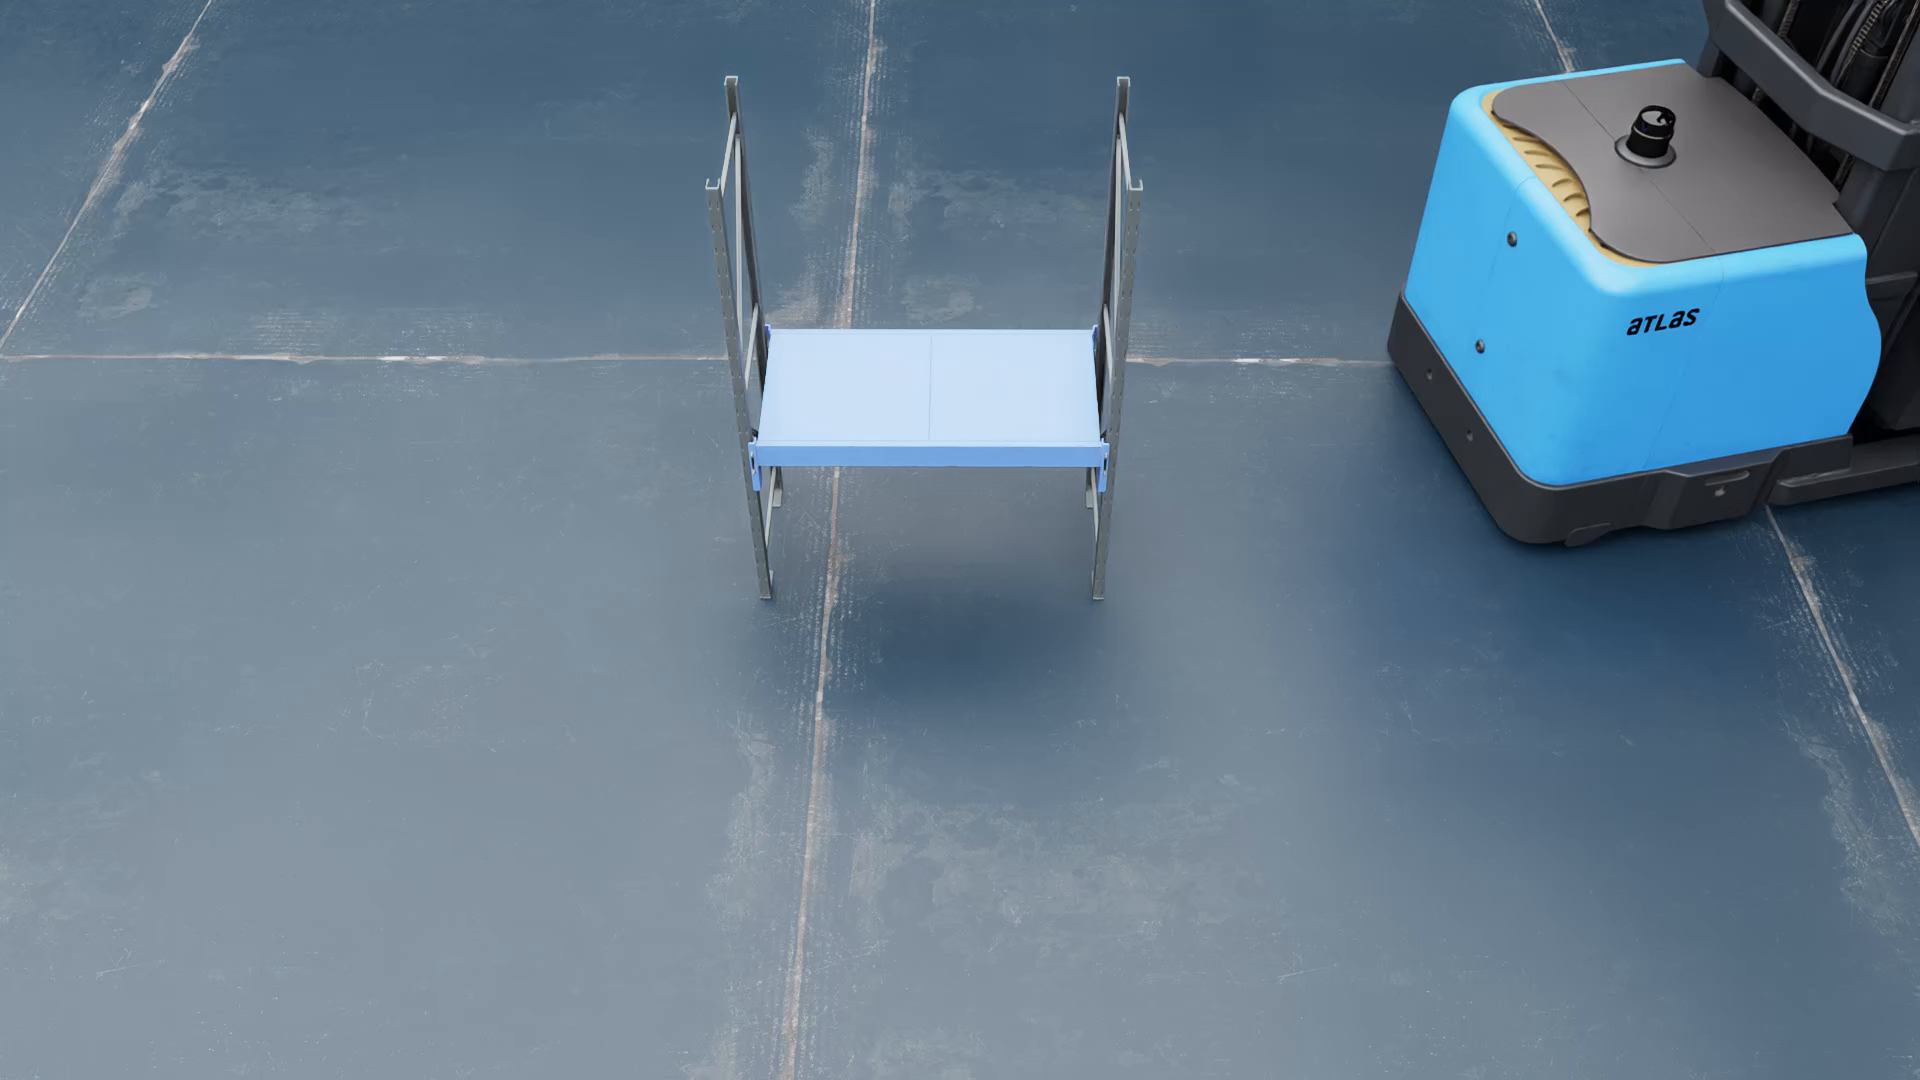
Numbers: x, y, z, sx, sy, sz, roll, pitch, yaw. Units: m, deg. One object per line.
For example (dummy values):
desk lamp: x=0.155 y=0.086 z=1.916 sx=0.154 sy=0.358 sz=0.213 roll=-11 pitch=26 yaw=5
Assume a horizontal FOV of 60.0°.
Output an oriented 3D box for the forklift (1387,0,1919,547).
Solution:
forklift: x=3.055 y=-1.553 z=4.693 sx=3.031 sy=2.935 sz=1.130 roll=-10 pitch=48 yaw=-9

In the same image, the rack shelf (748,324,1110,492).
rack shelf: x=-0.085 y=-0.389 z=4.833 sx=1.000 sy=0.185 sz=0.538 roll=0 pitch=47 yaw=0

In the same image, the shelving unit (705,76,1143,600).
shelving unit: x=-0.085 y=-0.511 z=4.701 sx=1.048 sy=1.500 sz=0.538 roll=0 pitch=47 yaw=0

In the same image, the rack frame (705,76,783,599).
rack frame: x=-0.594 y=-0.513 z=4.703 sx=0.032 sy=1.500 sz=0.500 roll=0 pitch=47 yaw=0

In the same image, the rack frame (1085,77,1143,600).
rack frame: x=0.423 y=-0.510 z=4.700 sx=0.032 sy=1.500 sz=0.500 roll=0 pitch=47 yaw=0
